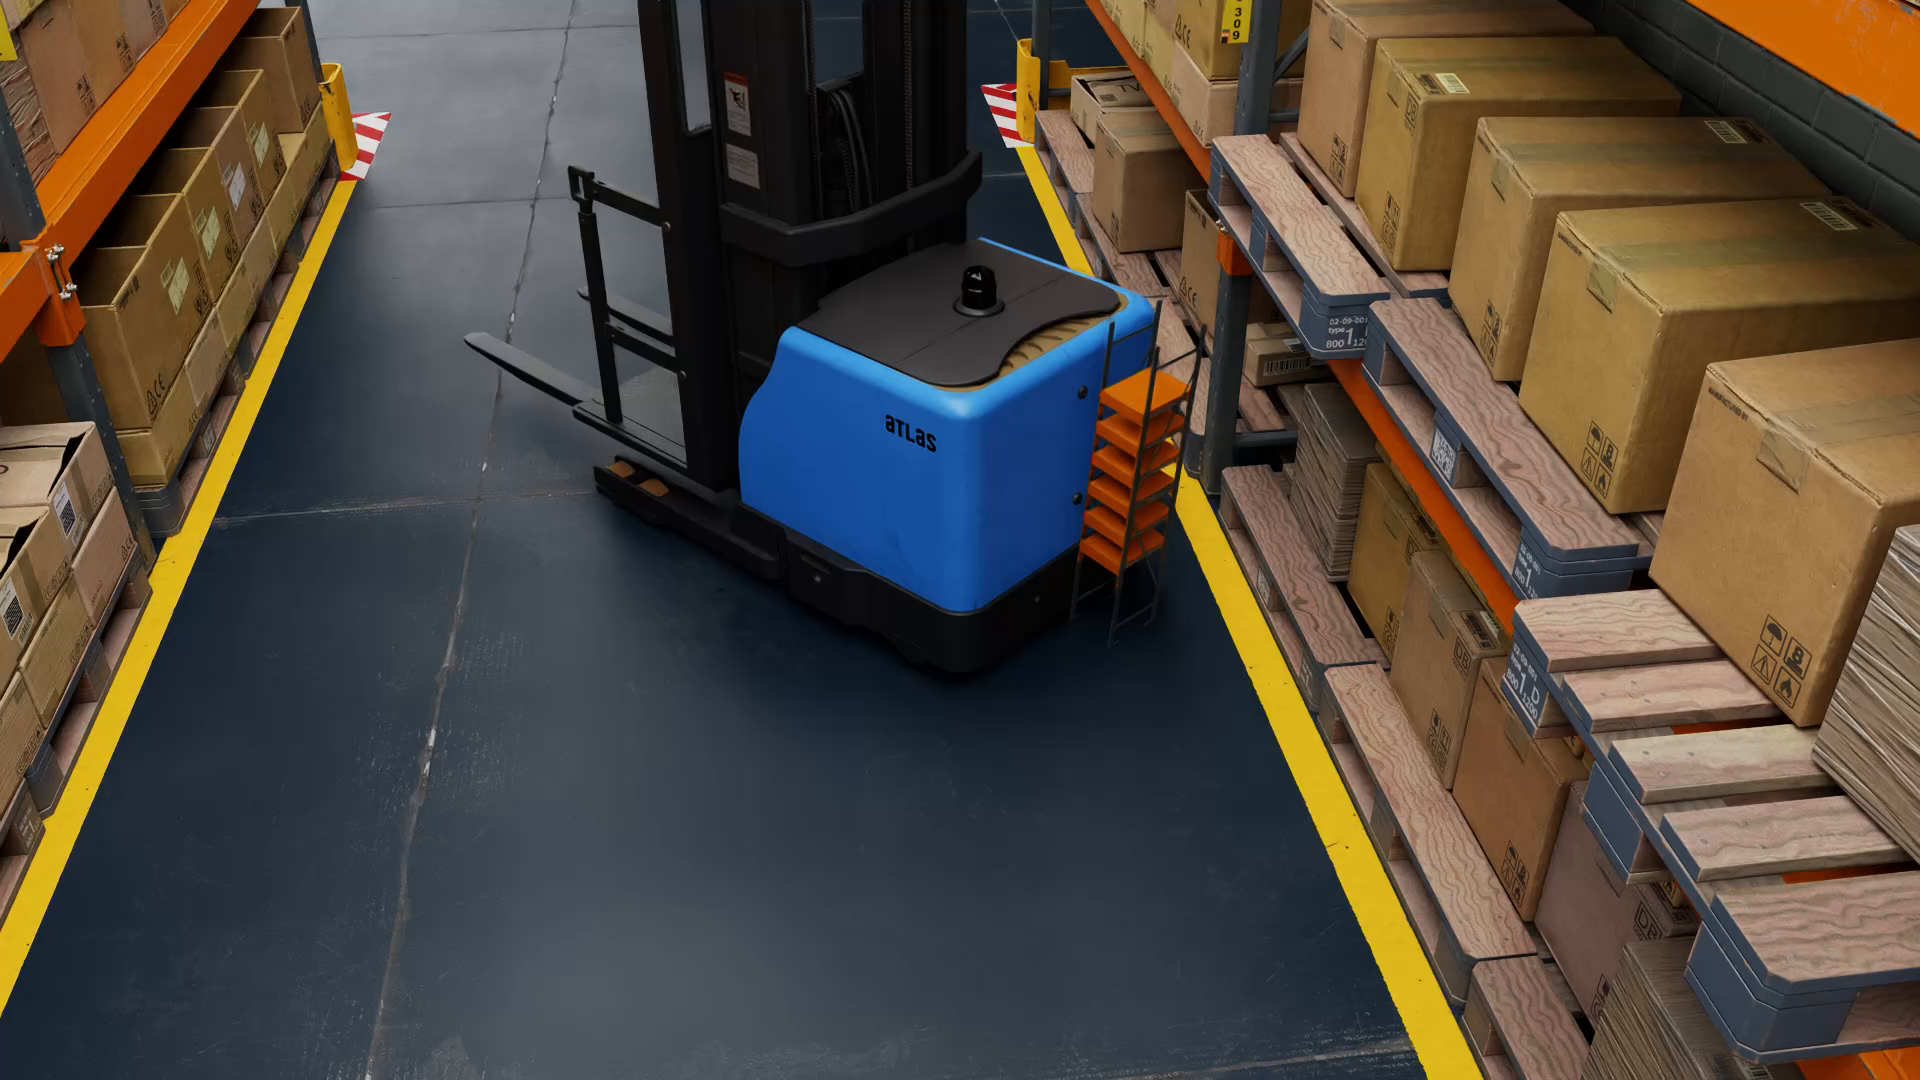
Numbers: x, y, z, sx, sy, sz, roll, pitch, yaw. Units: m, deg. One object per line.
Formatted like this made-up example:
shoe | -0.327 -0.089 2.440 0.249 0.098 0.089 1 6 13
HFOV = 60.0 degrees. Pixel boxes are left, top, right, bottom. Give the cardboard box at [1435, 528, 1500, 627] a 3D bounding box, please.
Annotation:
cardboard box | 1.705 0.008 4.738 0.500 0.250 0.500 -5 35 -8

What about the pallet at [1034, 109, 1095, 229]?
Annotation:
pallet | 1.000 -2.060 9.085 1.003 0.211 1.213 -4 35 -6

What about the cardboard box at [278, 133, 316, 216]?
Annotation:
cardboard box | -3.549 -1.815 8.319 0.500 0.250 0.500 -4 35 -6

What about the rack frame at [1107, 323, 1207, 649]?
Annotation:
rack frame | 0.633 -0.147 5.403 0.240 1.200 0.006 -28 48 -35

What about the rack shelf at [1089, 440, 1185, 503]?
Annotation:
rack shelf | 0.575 -0.250 5.407 0.258 0.103 0.180 -28 48 -35

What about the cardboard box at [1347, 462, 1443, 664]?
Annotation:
cardboard box | 1.688 0.067 5.317 0.700 0.500 0.500 -5 35 -7

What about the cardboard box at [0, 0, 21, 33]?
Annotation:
cardboard box | -3.333 -1.715 5.438 0.380 0.149 0.250 -4 34 -6

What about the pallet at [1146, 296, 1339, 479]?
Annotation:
pallet | 1.328 -0.698 7.087 1.003 0.211 1.213 -4 35 -6

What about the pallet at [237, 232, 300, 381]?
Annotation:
pallet | -3.688 -1.078 7.644 1.003 0.211 1.213 -4 35 -6

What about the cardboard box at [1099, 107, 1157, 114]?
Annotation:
cardboard box | 0.996 -2.070 8.621 0.500 0.311 0.500 -2 34 -2

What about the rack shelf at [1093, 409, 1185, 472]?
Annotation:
rack shelf | 0.582 -0.345 5.333 0.258 0.103 0.180 -28 48 -35

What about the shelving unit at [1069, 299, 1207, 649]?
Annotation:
shelving unit | 0.570 -0.191 5.453 0.258 1.200 0.189 -28 48 -35

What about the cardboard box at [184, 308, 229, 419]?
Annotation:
cardboard box | -3.279 -0.699 6.681 0.500 0.250 0.500 -4 35 -6

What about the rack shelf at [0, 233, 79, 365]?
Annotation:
rack shelf | -3.186 0.312 3.767 1.077 0.370 4.000 -4 35 -6

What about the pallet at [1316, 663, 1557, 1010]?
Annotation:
pallet | 1.727 0.791 4.902 1.003 0.211 1.213 -4 35 -6

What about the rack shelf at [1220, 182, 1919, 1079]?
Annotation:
rack shelf | 1.722 -0.065 4.320 1.077 0.370 4.000 -4 35 -6

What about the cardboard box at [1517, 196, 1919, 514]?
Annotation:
cardboard box | 1.729 -0.424 3.730 0.700 0.500 0.500 -4 35 -6

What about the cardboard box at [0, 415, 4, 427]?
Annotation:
cardboard box | -3.734 -0.380 6.213 0.500 0.250 0.500 -4 35 -6

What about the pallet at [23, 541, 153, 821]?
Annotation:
pallet | -3.317 0.460 5.388 1.003 0.211 1.213 -4 35 -6

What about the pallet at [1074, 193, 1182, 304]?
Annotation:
pallet | 1.161 -1.380 8.088 1.003 0.211 1.213 -4 35 -6

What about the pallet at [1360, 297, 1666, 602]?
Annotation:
pallet | 1.684 -0.268 4.151 1.003 0.211 1.213 -4 35 -6

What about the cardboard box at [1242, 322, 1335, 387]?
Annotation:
cardboard box | 1.352 -0.785 6.864 0.380 0.166 0.250 -9 35 -13

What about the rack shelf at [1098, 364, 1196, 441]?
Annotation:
rack shelf | 0.590 -0.439 5.259 0.258 0.103 0.180 -28 48 -35

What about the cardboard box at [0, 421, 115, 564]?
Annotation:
cardboard box | -3.116 -0.166 5.400 0.500 0.311 0.500 -4 35 -6

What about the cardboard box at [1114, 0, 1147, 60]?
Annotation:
cardboard box | 0.948 -2.224 6.965 0.500 0.250 0.500 -5 35 -7

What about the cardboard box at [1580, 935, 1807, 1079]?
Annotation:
cardboard box | 1.843 1.207 3.644 0.700 0.500 0.500 -4 34 -6

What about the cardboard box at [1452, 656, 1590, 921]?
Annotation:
cardboard box | 1.794 0.636 4.482 0.700 0.500 0.500 -5 35 -7

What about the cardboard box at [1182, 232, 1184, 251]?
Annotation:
cardboard box | 1.258 -1.376 7.746 0.380 0.149 0.250 -7 35 -10

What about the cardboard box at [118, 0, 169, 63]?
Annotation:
cardboard box | -3.732 -2.249 6.798 0.700 0.500 0.500 -3 34 -5

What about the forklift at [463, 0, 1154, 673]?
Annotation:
forklift | -0.776 -1.473 5.809 3.031 2.935 1.130 26 42 33

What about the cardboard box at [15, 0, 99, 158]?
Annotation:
cardboard box | -3.598 -1.683 5.968 0.700 0.500 0.500 -5 35 -7

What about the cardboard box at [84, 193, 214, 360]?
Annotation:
cardboard box | -3.282 -1.009 6.470 0.500 0.500 0.500 -4 35 -6

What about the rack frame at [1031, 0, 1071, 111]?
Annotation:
rack frame | 0.915 -3.710 9.031 1.000 3.000 0.127 -4 35 -6

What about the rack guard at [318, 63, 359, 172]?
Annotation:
rack guard | -3.996 -2.314 9.201 1.175 0.500 0.348 -4 35 -6

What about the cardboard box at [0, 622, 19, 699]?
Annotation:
cardboard box | -2.975 0.403 4.566 0.500 0.311 0.500 -4 35 -7

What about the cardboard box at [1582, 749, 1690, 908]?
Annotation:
cardboard box | 1.828 0.575 3.906 0.500 0.250 0.500 -4 34 -5

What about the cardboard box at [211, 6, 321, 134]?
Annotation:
cardboard box | -3.626 -2.404 8.516 0.500 0.500 0.500 -4 35 -6

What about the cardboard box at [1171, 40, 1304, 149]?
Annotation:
cardboard box | 1.089 -1.666 6.146 0.500 0.250 0.500 -4 35 -6

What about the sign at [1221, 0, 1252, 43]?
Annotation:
sign | 0.917 -1.791 5.445 0.100 0.325 0.005 -4 35 -6

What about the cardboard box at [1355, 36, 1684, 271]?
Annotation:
cardboard box | 1.556 -1.102 4.724 0.700 0.500 0.500 -1 34 -1

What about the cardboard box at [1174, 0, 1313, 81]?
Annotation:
cardboard box | 1.083 -1.975 5.934 0.500 0.500 0.500 -4 35 -6

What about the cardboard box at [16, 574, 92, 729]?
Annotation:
cardboard box | -3.046 0.354 5.136 0.500 0.250 0.500 -5 35 -7

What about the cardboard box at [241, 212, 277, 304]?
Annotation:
cardboard box | -3.414 -1.257 7.500 0.500 0.250 0.500 -4 35 -6

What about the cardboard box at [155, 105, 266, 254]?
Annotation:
cardboard box | -3.411 -1.567 7.289 0.500 0.500 0.500 -4 35 -6

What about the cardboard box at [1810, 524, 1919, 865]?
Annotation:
cardboard box | 1.918 0.269 2.712 0.700 0.500 0.500 -8 35 -12

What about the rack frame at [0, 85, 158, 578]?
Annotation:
rack frame | -3.455 -1.101 5.202 1.000 3.000 0.127 -4 35 -6
